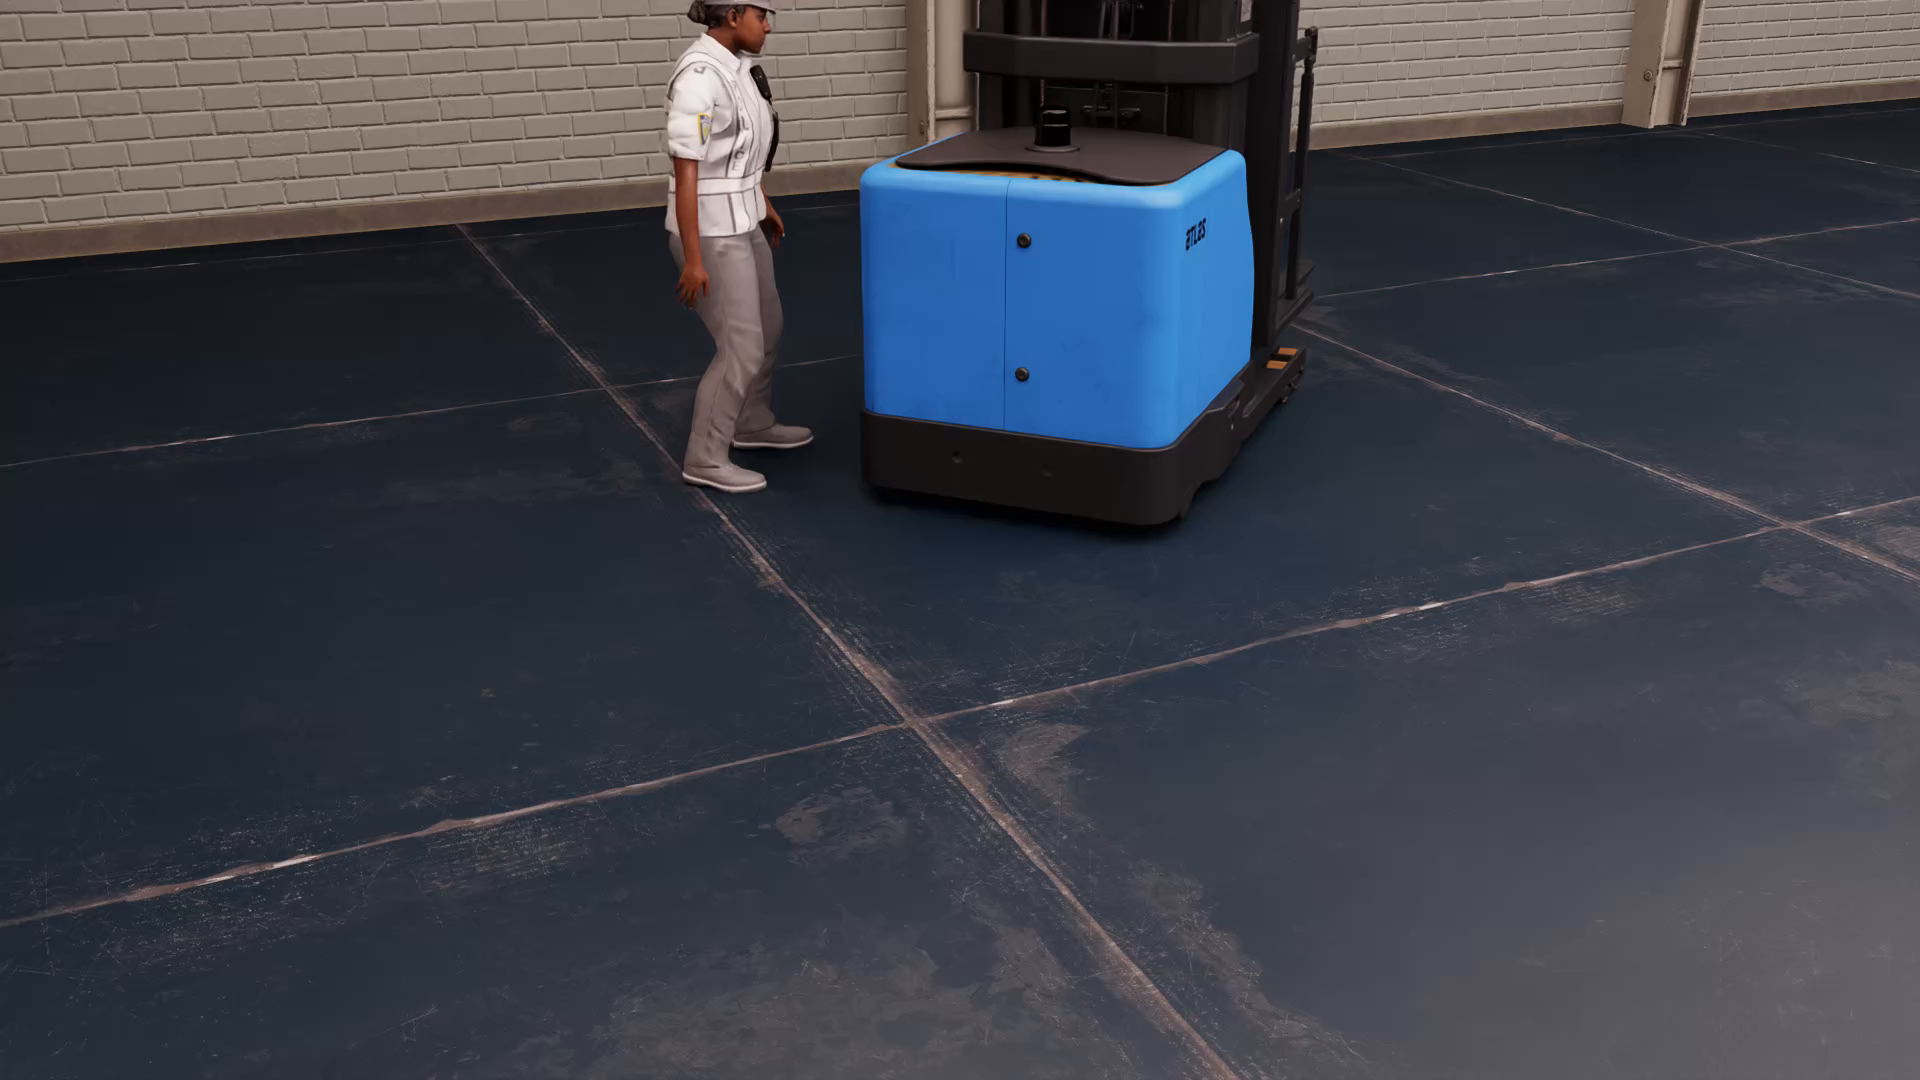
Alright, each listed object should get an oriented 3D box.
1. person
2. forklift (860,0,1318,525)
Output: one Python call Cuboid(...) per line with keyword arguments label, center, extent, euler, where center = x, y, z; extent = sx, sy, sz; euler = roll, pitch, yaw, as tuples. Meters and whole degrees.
Cuboid(label="person", center=(-0.740, -0.983, 5.351), extent=(0.377, 1.636, 0.727), euler=(2, 23, 5))
Cuboid(label="forklift", center=(0.717, -1.931, 5.935), extent=(1.130, 2.935, 3.031), euler=(9, 24, 21))
